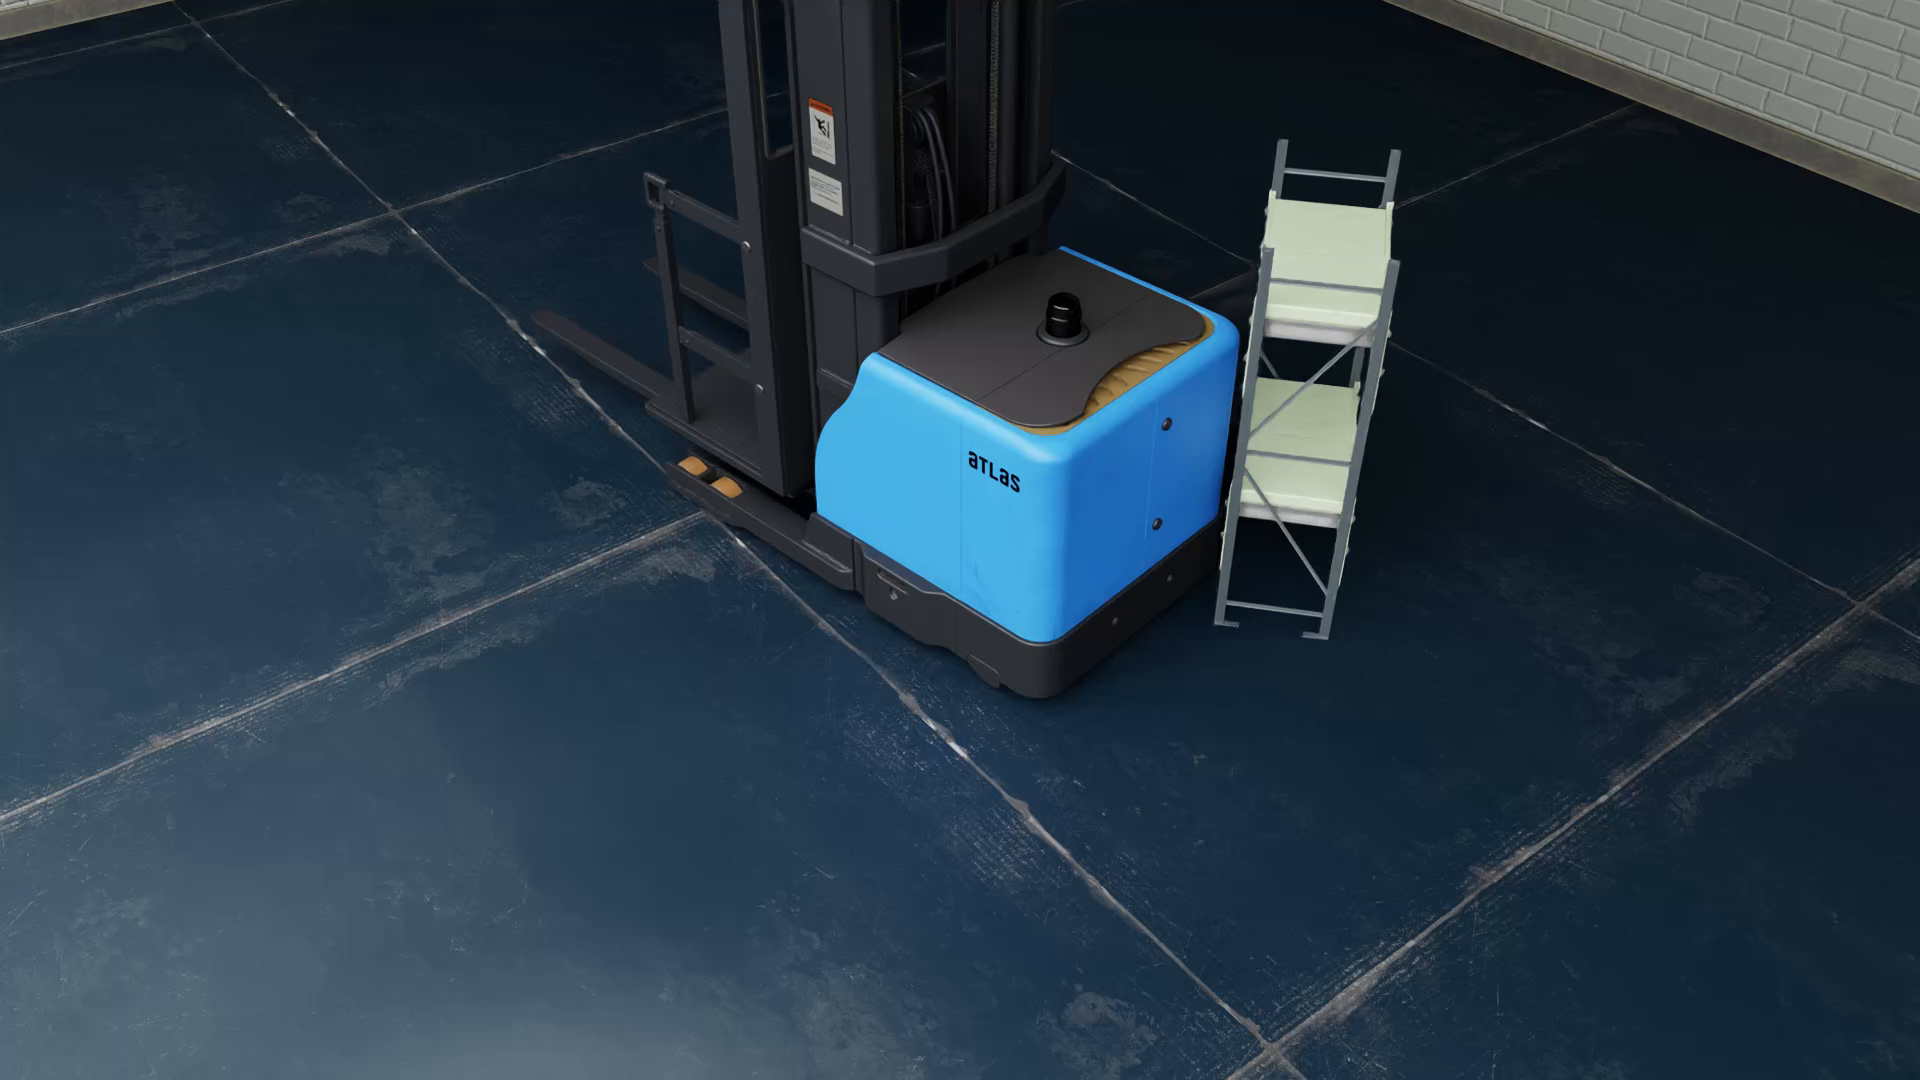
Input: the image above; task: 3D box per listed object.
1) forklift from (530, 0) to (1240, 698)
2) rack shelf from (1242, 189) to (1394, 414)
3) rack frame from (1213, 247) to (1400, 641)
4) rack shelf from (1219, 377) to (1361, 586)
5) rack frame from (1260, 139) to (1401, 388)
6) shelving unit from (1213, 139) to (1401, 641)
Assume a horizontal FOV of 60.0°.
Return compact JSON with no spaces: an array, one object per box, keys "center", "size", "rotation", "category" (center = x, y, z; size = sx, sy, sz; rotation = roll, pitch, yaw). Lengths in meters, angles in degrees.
[{"center":[-0.490,-1.421,5.671],"size":[3.031,2.935,1.130],"rotation":[30,48,32],"category":"forklift"},{"center":[1.171,-0.789,5.414],"size":[0.431,0.370,0.720],"rotation":[8,40,9],"category":"rack shelf"},{"center":[1.095,-0.261,5.385],"size":[0.400,1.500,0.023],"rotation":[8,40,9],"category":"rack frame"},{"center":[1.170,-0.236,5.869],"size":[0.431,0.370,0.720],"rotation":[8,40,9],"category":"rack shelf"},{"center":[1.246,-0.715,5.939],"size":[0.400,1.500,0.023],"rotation":[8,40,9],"category":"rack frame"},{"center":[1.170,-0.488,5.662],"size":[0.431,1.500,0.755],"rotation":[8,40,9],"category":"shelving unit"}]
